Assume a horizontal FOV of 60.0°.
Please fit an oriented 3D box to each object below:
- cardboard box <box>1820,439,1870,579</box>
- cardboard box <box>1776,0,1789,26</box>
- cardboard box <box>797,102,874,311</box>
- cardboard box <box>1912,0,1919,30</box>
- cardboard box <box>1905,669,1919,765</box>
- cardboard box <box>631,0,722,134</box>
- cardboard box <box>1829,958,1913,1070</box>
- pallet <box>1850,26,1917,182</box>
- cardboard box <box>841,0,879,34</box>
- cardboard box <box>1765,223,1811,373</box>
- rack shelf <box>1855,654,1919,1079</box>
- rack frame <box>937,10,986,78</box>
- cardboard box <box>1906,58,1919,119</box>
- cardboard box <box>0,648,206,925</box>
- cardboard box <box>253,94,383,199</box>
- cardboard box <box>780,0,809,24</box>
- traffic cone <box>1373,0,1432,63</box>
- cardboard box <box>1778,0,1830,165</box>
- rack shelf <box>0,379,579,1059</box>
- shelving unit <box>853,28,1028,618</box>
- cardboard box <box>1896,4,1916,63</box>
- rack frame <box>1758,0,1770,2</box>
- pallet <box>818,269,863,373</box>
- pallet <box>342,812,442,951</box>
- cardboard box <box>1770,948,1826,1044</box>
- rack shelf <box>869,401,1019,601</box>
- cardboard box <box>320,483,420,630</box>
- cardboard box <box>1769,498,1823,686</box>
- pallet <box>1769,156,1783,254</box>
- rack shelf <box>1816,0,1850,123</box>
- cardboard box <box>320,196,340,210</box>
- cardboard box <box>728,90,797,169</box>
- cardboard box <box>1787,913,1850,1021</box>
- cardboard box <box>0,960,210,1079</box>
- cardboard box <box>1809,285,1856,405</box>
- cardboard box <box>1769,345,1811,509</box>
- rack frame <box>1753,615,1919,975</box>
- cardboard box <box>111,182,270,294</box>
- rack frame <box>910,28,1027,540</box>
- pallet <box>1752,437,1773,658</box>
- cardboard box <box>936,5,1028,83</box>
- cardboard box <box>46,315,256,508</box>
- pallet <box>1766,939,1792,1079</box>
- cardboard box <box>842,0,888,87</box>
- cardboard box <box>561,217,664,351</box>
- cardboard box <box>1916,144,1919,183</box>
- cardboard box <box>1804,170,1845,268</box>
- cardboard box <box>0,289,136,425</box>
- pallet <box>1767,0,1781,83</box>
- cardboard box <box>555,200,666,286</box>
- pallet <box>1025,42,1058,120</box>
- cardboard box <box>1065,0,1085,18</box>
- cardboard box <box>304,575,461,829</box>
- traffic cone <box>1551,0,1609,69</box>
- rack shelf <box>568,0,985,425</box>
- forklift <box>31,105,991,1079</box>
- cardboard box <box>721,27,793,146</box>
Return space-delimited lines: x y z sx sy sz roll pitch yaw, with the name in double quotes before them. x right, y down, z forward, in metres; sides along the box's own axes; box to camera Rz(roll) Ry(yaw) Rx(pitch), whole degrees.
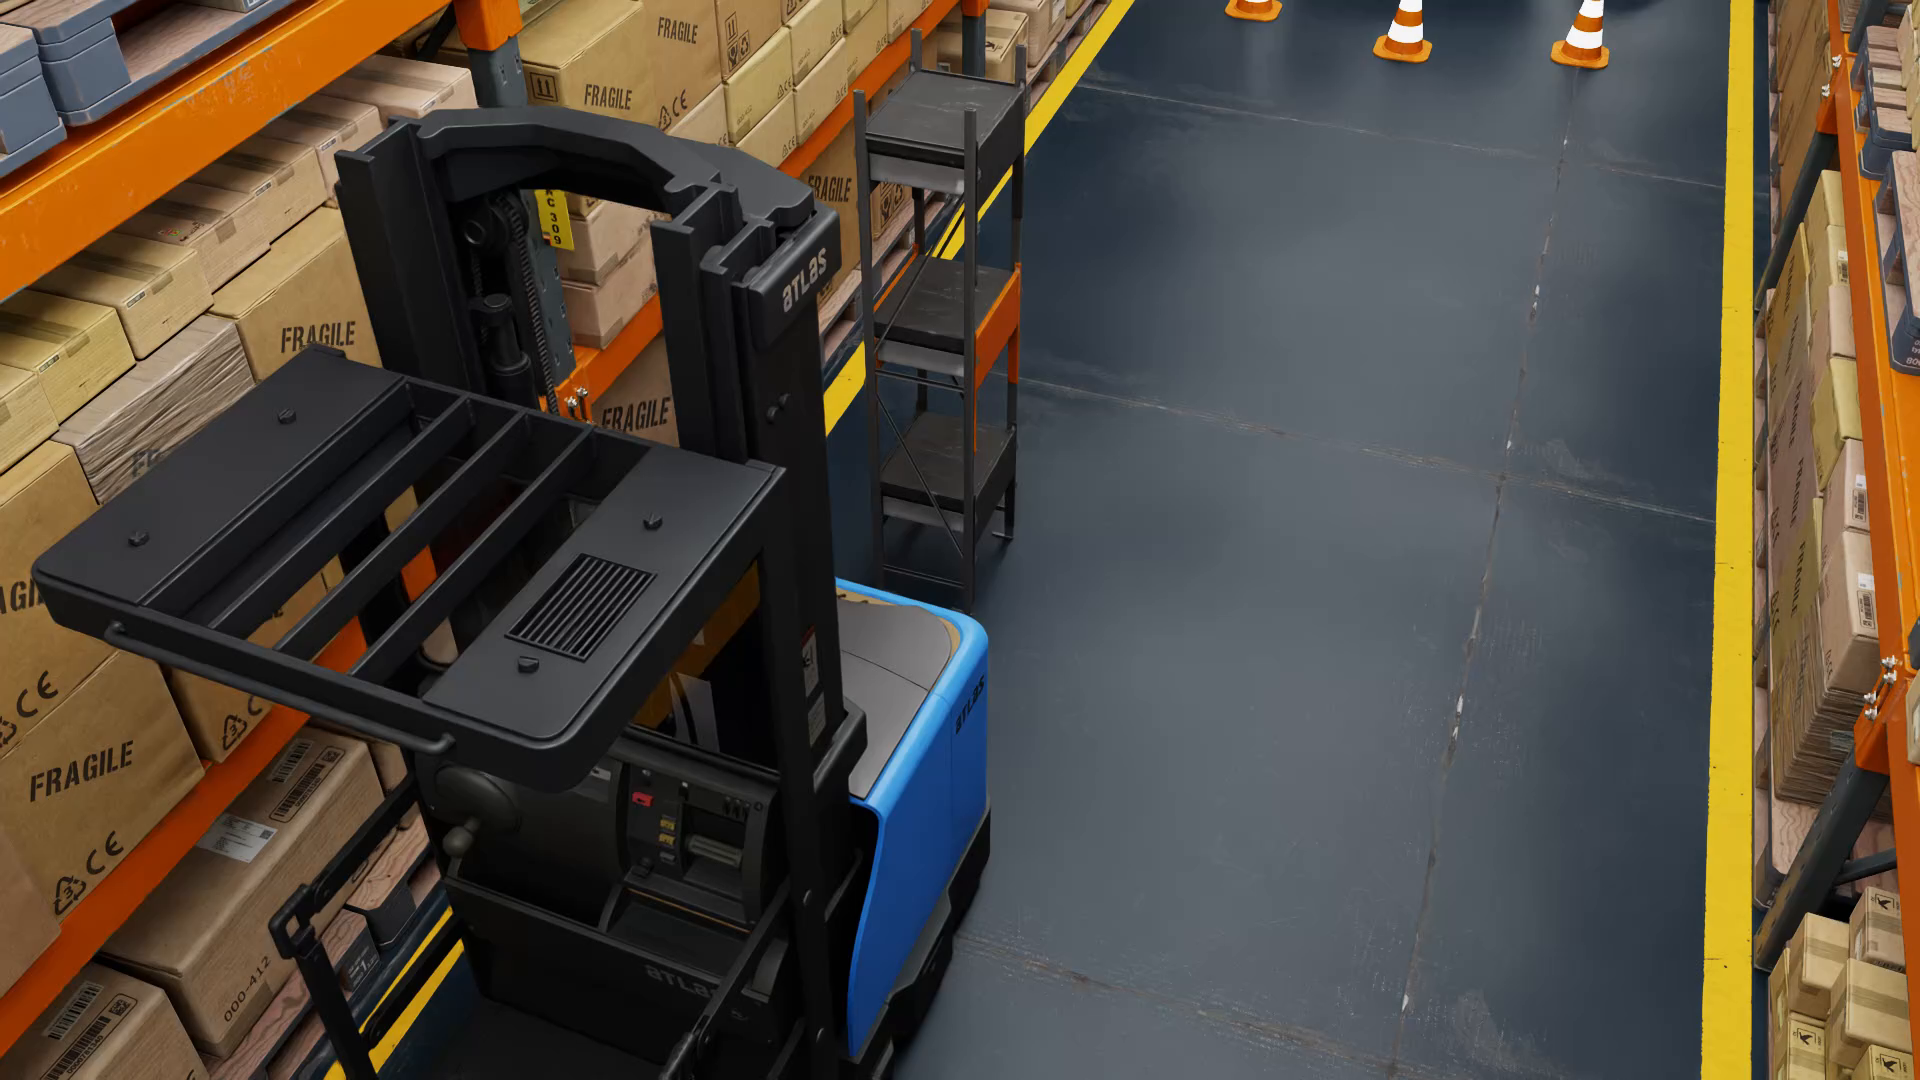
"cardboard box" 3.167 -0.044 5.515 0.500 0.250 0.500 15 43 17
"cardboard box" 5.569 -3.514 9.967 1.050 0.750 0.750 13 42 15
"cardboard box" -0.980 -1.611 7.641 0.875 0.875 0.875 14 42 16
"cardboard box" 3.975 -2.096 6.536 0.380 0.149 0.250 15 43 17
"cardboard box" 2.557 0.467 4.085 0.380 0.149 0.250 15 43 17
"cardboard box" -1.156 -1.705 5.590 0.500 0.500 0.500 13 42 15
"cardboard box" 2.499 1.288 4.343 0.380 0.149 0.250 15 43 17
"pallet" 4.186 -1.637 6.506 1.213 0.211 1.003 13 42 15
"cardboard box" -0.612 -2.357 6.932 0.500 0.250 0.500 12 42 14
"cardboard box" 3.848 -1.003 7.217 0.500 0.500 0.500 12 42 13
"rack shelf" 2.277 1.765 2.925 1.077 0.370 4.000 13 42 15
"rack frame" -0.357 -3.206 8.196 1.000 3.000 0.127 13 42 15
"cardboard box" 3.803 -1.676 6.274 0.380 0.149 0.250 15 43 17
"cardboard box" -2.165 0.476 3.803 0.500 0.500 0.500 15 43 17
"cardboard box" -1.723 -1.036 4.306 0.380 0.149 0.250 14 43 16
"cardboard box" -0.812 -2.327 6.320 0.500 0.500 0.500 13 42 14
"traffic cone" 2.743 -3.214 10.161 0.336 0.463 0.334 13 42 15
"cardboard box" 4.918 -2.358 8.613 1.050 0.750 0.750 14 42 16
"rack shelf" -2.409 0.727 4.140 1.077 0.370 4.000 13 42 15
"shelving unit" -0.057 -0.698 5.950 0.431 2.100 0.503 13 42 15
"cardboard box" 3.987 -2.005 6.659 0.380 0.149 0.250 13 42 14
"rack frame" 5.697 -4.608 9.840 1.000 3.000 0.127 13 42 15
"pallet" -1.116 -0.939 7.688 1.003 0.211 1.213 13 42 15
"pallet" -2.058 0.741 5.719 1.003 0.211 1.213 13 42 15
"cardboard box" 2.535 1.347 4.734 0.380 0.149 0.250 12 42 13
"rack shelf" -0.057 -0.155 6.413 0.431 0.518 0.480 13 42 15
"cardboard box" -1.814 -0.149 4.537 0.500 0.500 0.500 12 42 14
"cardboard box" 3.154 0.242 5.758 0.500 0.500 0.500 12 42 14
"pallet" 4.670 -1.572 8.430 1.003 0.211 1.213 13 42 15
"rack shelf" 5.013 -3.115 8.644 1.077 0.370 4.000 13 42 15
"cardboard box" -1.627 -0.835 4.571 0.500 0.500 0.500 13 42 15
"cardboard box" -0.961 -1.544 6.364 0.500 0.250 0.500 13 42 15
"cardboard box" 2.537 1.233 4.638 0.380 0.149 0.250 15 43 17
"cardboard box" -2.656 1.504 4.327 0.875 0.438 0.875 14 43 16
"cardboard box" 3.511 -0.688 6.270 0.500 0.250 0.500 14 42 15
"cardboard box" 3.508 -0.381 6.488 0.500 0.500 0.500 12 42 14
"rack frame" 2.961 0.271 4.121 1.000 3.000 0.127 13 42 15
"cardboard box" -1.887 -0.728 3.945 0.380 0.149 0.250 13 42 15
"rack frame" 0.027 -0.847 6.125 0.400 2.100 0.015 13 42 15
"pallet" 3.642 0.110 6.458 1.003 0.211 1.213 13 42 15
"cardboard box" -0.154 -2.708 9.314 0.950 0.372 0.625 11 42 12
"cardboard box" -1.973 -0.215 3.844 0.500 0.500 0.500 14 42 16
"pallet" 2.765 1.749 4.537 1.003 0.211 1.213 13 42 15
"cardboard box" -0.633 -2.164 7.091 0.500 0.250 0.500 13 42 15
"cardboard box" -1.326 -0.919 5.631 0.500 0.250 0.500 12 42 14
"cardboard box" 3.623 -1.349 5.890 0.380 0.149 0.250 15 43 16
"cardboard box" 3.866 -1.296 6.982 0.500 0.250 0.500 11 42 13
"cardboard box" -2.028 -0.407 3.569 0.380 0.149 0.250 12 42 14
"pallet" 5.504 -3.060 10.174 1.003 0.211 1.213 13 42 15
"cardboard box" -1.309 -1.105 5.464 0.500 0.250 0.500 12 42 14
"pallet" -0.088 -2.621 9.660 1.003 0.211 1.213 13 42 15
"cardboard box" 0.355 -3.621 10.384 0.950 0.372 0.625 15 43 17
"cardboard box" -2.040 0.408 5.611 0.875 0.438 0.875 13 42 14
"traffic cone" 3.819 -3.160 10.098 0.336 0.463 0.334 13 42 15
"rack shelf" -1.041 -1.712 7.000 1.077 0.370 4.000 13 42 15
"forklift" -0.937 0.696 3.676 1.130 2.935 3.031 15 43 17
"cardboard box" -0.960 -1.731 6.198 0.500 0.250 0.500 14 42 16
